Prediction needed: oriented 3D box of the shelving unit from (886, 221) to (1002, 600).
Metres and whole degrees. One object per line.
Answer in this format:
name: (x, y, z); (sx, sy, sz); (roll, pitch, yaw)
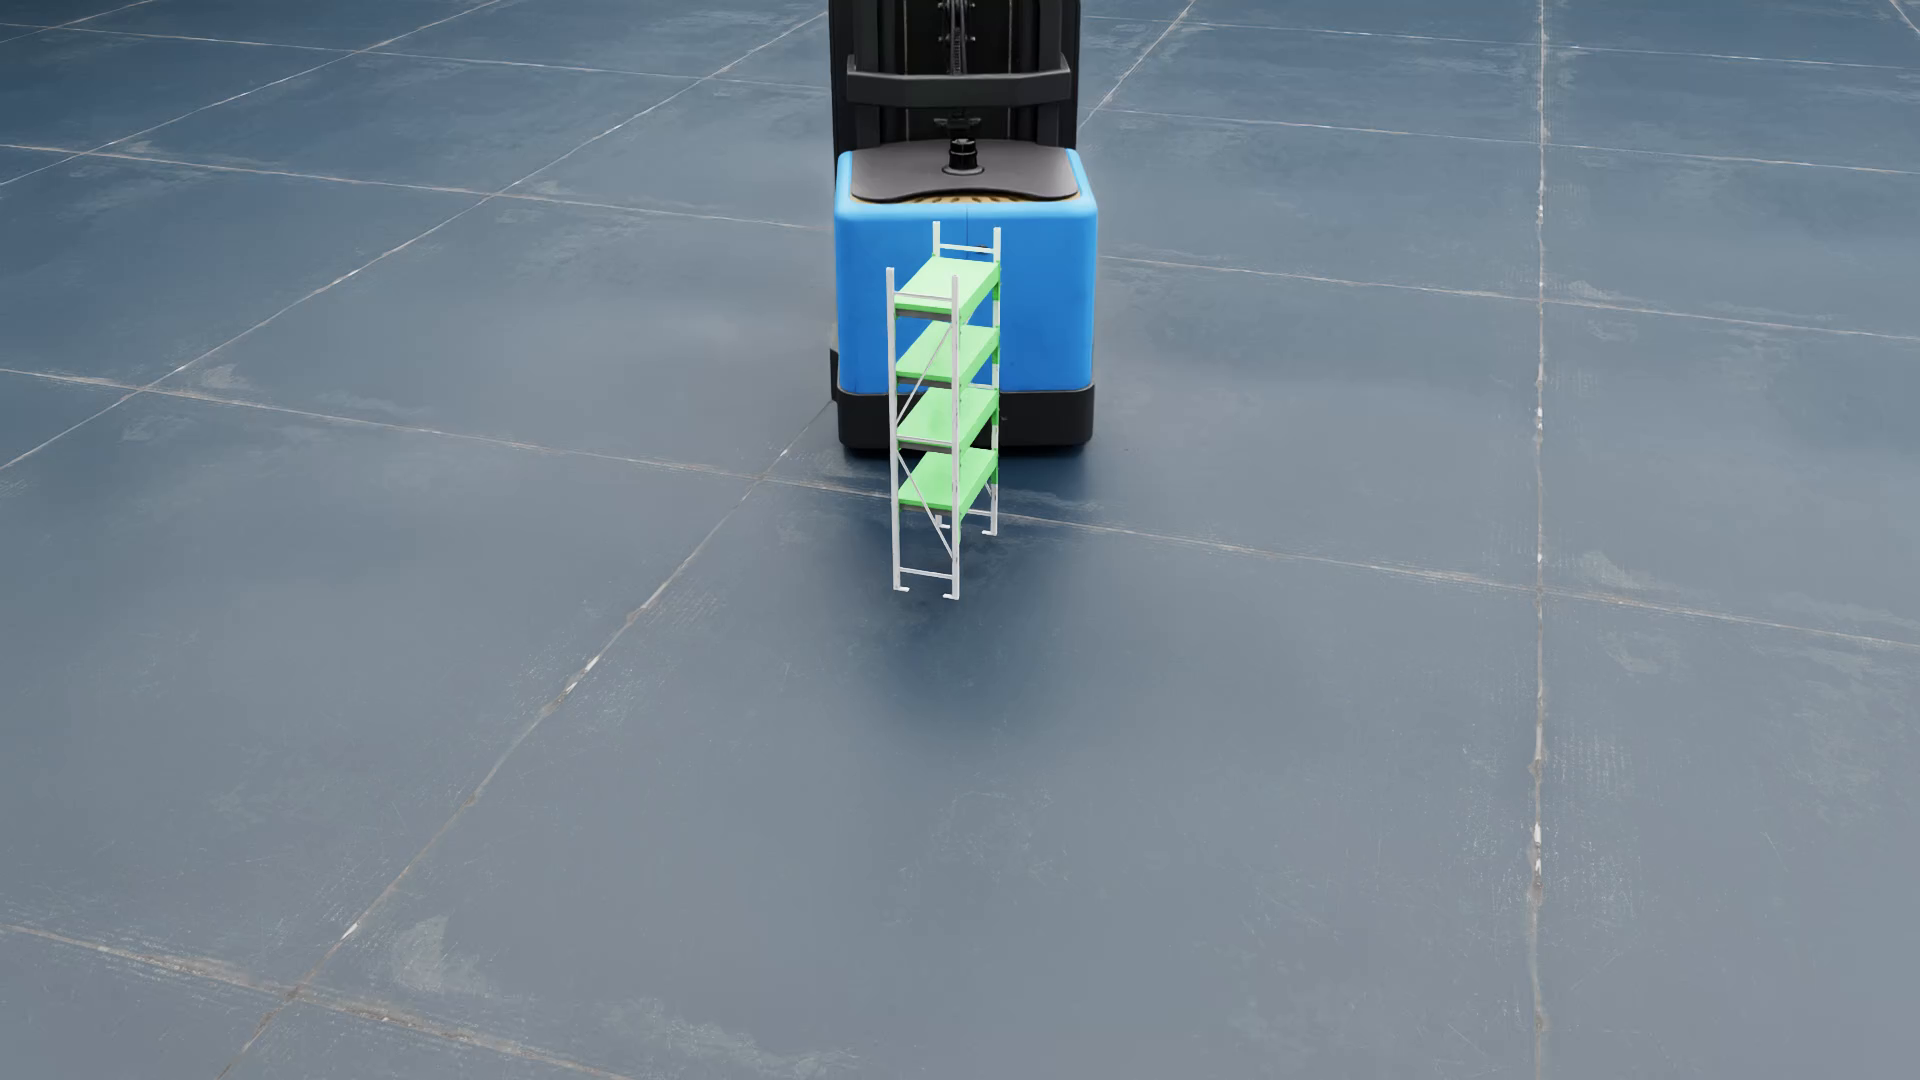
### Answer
shelving unit: (-0.049, -0.447, 5.820); (0.258, 1.200, 0.503); (8, 30, 15)

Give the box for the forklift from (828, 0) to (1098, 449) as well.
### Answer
forklift: (-0.035, -2.333, 7.428); (1.130, 2.935, 3.031); (-1, 29, -2)

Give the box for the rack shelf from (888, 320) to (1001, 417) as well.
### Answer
rack shelf: (-0.049, -0.601, 5.734); (0.258, 0.148, 0.480); (8, 30, 15)

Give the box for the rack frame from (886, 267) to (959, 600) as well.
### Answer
rack frame: (-0.120, -0.334, 5.616); (0.240, 1.200, 0.015); (8, 30, 15)

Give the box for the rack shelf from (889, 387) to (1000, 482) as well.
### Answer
rack shelf: (-0.049, -0.392, 5.851); (0.258, 0.148, 0.480); (8, 30, 15)

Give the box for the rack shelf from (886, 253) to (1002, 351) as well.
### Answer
rack shelf: (-0.049, -0.811, 5.618); (0.258, 0.148, 0.480); (8, 30, 15)

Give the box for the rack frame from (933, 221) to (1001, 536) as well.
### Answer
rack frame: (0.023, -0.561, 6.024); (0.240, 1.200, 0.015); (8, 30, 15)

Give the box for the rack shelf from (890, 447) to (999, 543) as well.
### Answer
rack shelf: (-0.049, -0.182, 5.968); (0.258, 0.148, 0.480); (8, 30, 15)
